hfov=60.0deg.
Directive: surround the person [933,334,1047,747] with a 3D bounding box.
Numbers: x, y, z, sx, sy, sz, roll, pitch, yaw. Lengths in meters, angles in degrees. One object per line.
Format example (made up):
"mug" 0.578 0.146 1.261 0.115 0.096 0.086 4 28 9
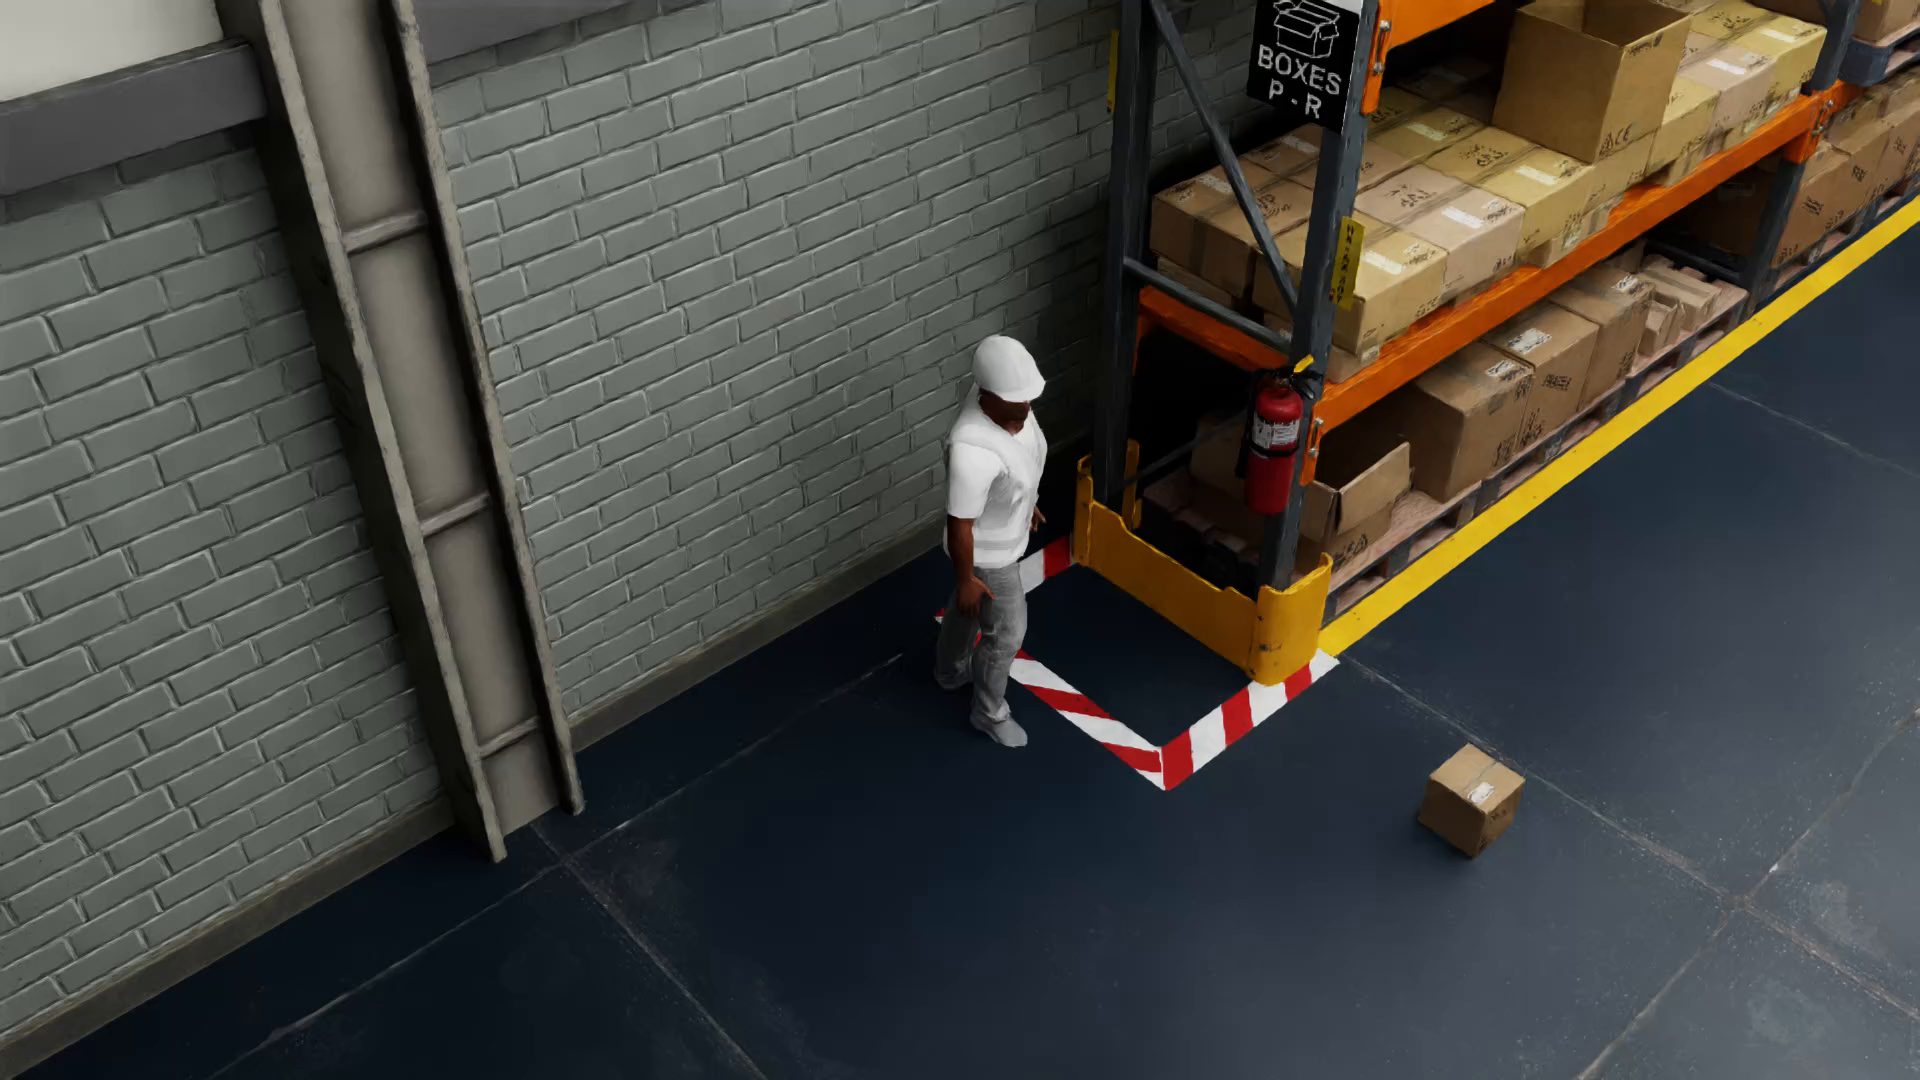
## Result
"person" 0.106 0.008 6.162 0.457 1.824 0.604 6 40 7
